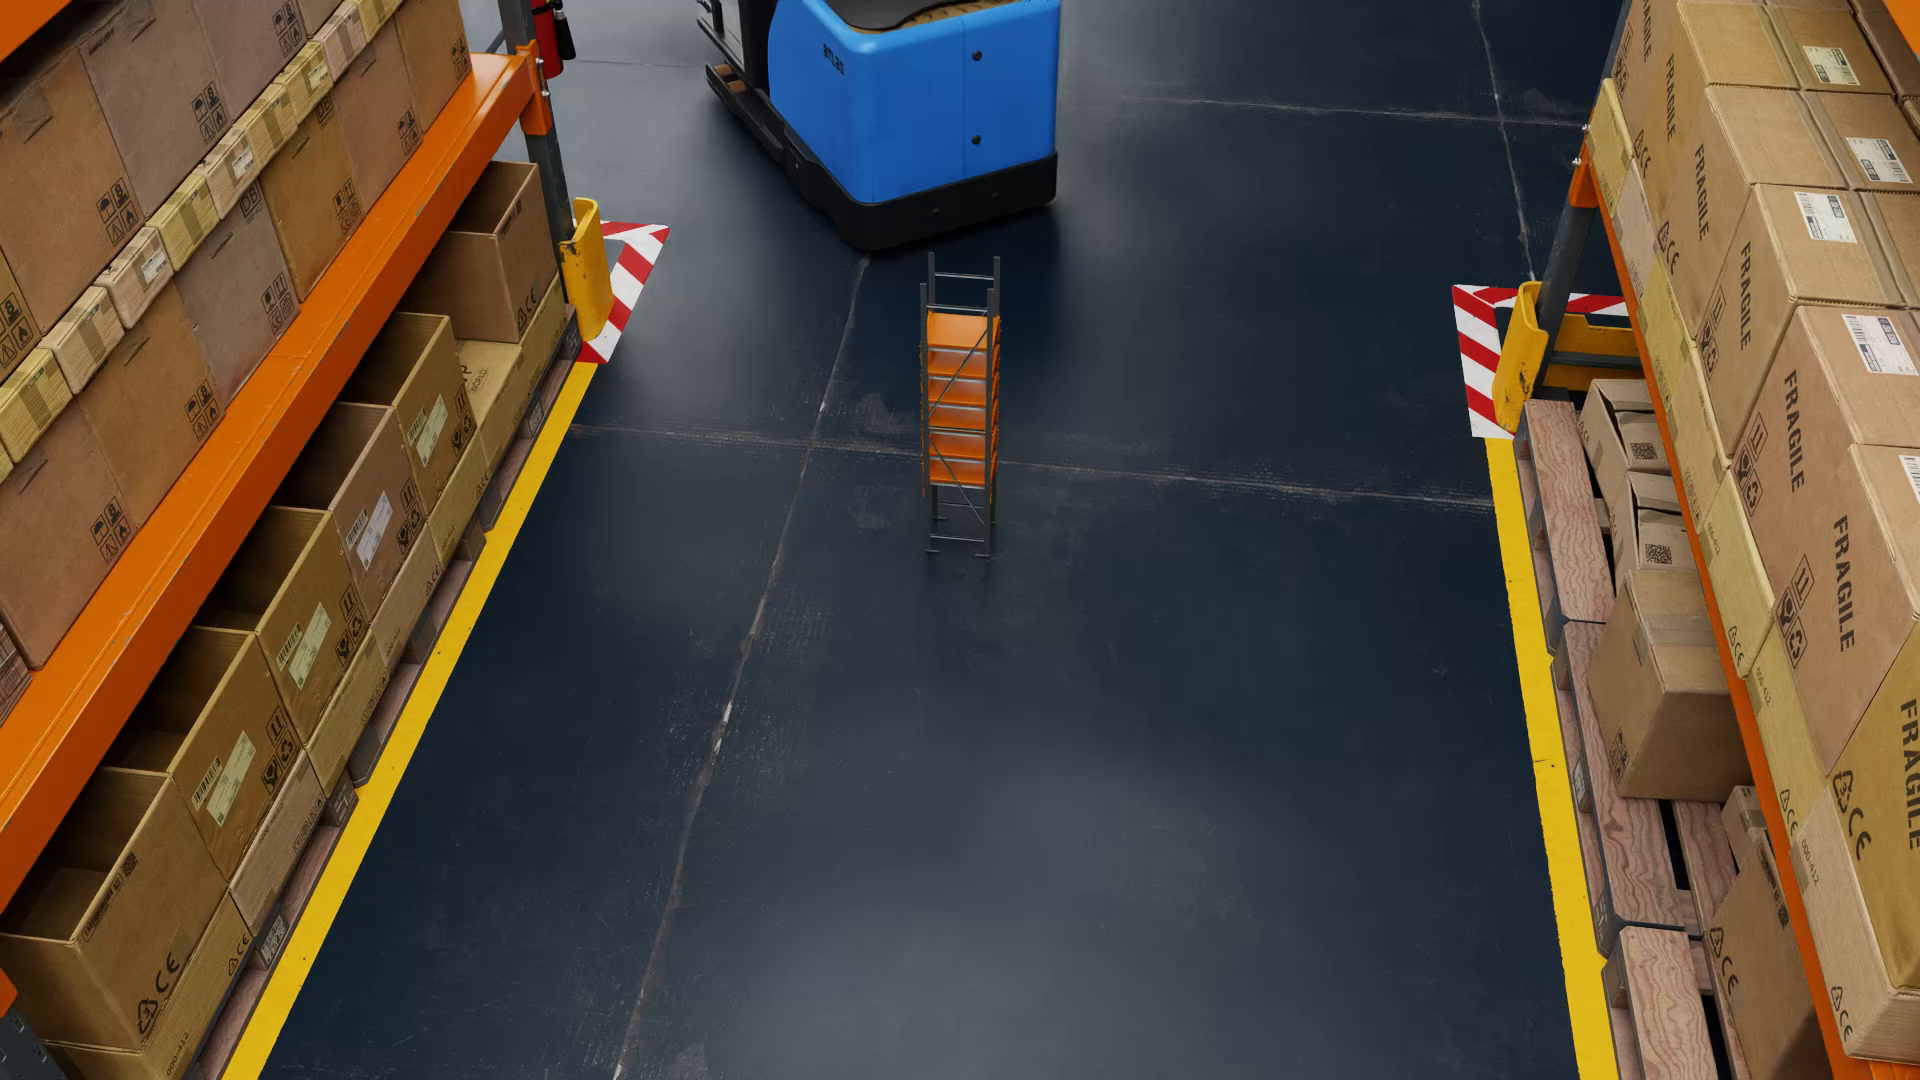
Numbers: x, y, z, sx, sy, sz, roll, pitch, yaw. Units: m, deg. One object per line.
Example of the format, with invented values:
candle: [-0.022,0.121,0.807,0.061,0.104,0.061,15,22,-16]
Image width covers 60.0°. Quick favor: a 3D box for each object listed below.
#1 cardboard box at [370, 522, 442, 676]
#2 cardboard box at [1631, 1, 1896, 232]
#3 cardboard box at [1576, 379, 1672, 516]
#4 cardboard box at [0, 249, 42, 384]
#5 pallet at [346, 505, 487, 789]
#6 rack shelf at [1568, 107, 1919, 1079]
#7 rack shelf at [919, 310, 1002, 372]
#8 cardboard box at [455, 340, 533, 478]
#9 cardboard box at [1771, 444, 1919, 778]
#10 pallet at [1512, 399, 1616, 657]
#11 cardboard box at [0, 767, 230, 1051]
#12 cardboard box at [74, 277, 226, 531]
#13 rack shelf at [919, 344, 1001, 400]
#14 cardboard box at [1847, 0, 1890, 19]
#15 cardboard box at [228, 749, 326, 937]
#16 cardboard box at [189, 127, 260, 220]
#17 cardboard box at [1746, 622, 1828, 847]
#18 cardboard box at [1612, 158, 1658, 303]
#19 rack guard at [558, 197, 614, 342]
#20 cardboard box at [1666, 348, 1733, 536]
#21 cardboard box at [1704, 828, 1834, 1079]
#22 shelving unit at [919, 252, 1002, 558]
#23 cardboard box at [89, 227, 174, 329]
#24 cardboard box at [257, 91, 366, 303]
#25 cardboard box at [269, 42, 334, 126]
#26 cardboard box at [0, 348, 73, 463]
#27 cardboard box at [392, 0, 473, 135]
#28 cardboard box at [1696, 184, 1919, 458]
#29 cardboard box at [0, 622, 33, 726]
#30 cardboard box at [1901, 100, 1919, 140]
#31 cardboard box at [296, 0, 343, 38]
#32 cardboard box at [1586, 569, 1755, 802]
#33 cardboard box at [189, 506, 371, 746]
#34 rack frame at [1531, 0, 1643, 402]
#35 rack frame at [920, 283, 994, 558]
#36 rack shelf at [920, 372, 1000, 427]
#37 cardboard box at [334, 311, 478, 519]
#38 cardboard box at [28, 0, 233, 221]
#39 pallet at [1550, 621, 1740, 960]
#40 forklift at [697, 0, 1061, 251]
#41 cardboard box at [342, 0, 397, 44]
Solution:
cardboard box: [-2.090,0.172,5.581,0.500,0.250,0.500,5,44,6]
cardboard box: [2.349,-1.233,4.919,0.500,0.500,0.500,5,44,6]
cardboard box: [2.604,-0.362,6.086,0.500,0.311,0.500,1,43,1]
cardboard box: [-2.537,-0.518,3.599,0.700,0.500,0.500,5,44,5]
pallet: [-2.349,0.277,5.804,1.003,0.211,1.213,5,44,6]
rack shelf: [2.521,-0.017,4.610,1.077,0.370,4.000,5,44,6]
rack shelf: [0.002,-0.675,5.631,0.258,0.103,0.180,5,44,6]
cardboard box: [-1.958,-0.509,6.301,0.500,0.250,0.500,5,44,6]
cardboard box: [2.072,0.168,3.440,0.500,0.500,0.500,5,44,5]
pallet: [2.633,-0.027,6.125,1.003,0.211,1.213,5,44,6]
cardboard box: [-2.283,0.923,4.243,0.500,0.500,0.500,5,44,6]
cardboard box: [-2.469,-0.404,4.422,0.700,0.500,0.500,6,44,6]
rack shelf: [0.002,-0.588,5.713,0.258,0.103,0.180,5,44,6]
cardboard box: [2.933,-1.526,5.229,0.500,0.500,0.500,5,44,5]
cardboard box: [-2.222,0.854,4.861,0.500,0.250,0.500,5,44,6]
cardboard box: [-2.190,-1.026,4.608,0.380,0.149,0.250,5,44,5]
cardboard box: [2.092,0.443,3.696,0.500,0.250,0.500,5,44,6]
cardboard box: [2.351,-0.936,5.151,0.500,0.250,0.500,4,44,4]
rack guard: [-2.123,-1.198,7.152,1.175,0.500,0.348,5,44,6]
cardboard box: [2.209,-0.245,4.421,0.500,0.250,0.500,6,44,6]
cardboard box: [2.354,1.121,4.382,0.500,0.500,0.500,2,43,2]
shelving unit: [0.002,-0.446,5.848,0.258,1.200,0.189,5,44,6]
cardboard box: [-2.261,-0.679,4.241,0.380,0.149,0.250,4,44,4]
cardboard box: [-2.336,-1.112,5.170,0.700,0.500,0.500,6,44,6]
cardboard box: [-2.124,-1.380,4.982,0.380,0.149,0.250,6,44,7]
cardboard box: [-2.328,-0.327,3.869,0.380,0.149,0.250,5,44,5]
cardboard box: [-2.200,-1.809,5.906,0.700,0.500,0.500,5,44,6]
cardboard box: [2.218,-0.528,4.175,0.500,0.500,0.500,6,44,7]
cardboard box: [-2.602,0.297,3.681,0.700,0.500,0.500,4,44,4]
cardboard box: [2.793,-0.831,4.495,0.500,0.500,0.500,4,44,4]
cardboard box: [-2.271,-1.885,5.043,0.700,0.500,0.500,4,44,4]
cardboard box: [2.382,0.454,5.087,0.700,0.500,0.500,3,44,3]
cardboard box: [-2.151,0.241,4.963,0.500,0.500,0.500,5,44,6]
rack frame: [2.785,-1.642,5.802,1.000,3.000,0.127,5,44,6]
rack frame: [-0.010,-0.383,5.782,0.240,1.200,0.006,5,44,6]
rack shelf: [0.002,-0.500,5.796,0.258,0.103,0.180,5,44,6]
cardboard box: [-2.019,-0.440,5.682,0.500,0.500,0.500,5,44,6]
cardboard box: [-2.403,-1.200,4.319,0.700,0.500,0.500,5,44,6]
pallet: [2.469,0.802,5.249,1.003,0.211,1.213,5,44,6]
forklift: [-0.664,-3.386,7.695,1.130,2.935,3.031,-19,47,-19]
cardboard box: [-2.054,-1.731,5.352,0.380,0.149,0.250,5,44,5]
